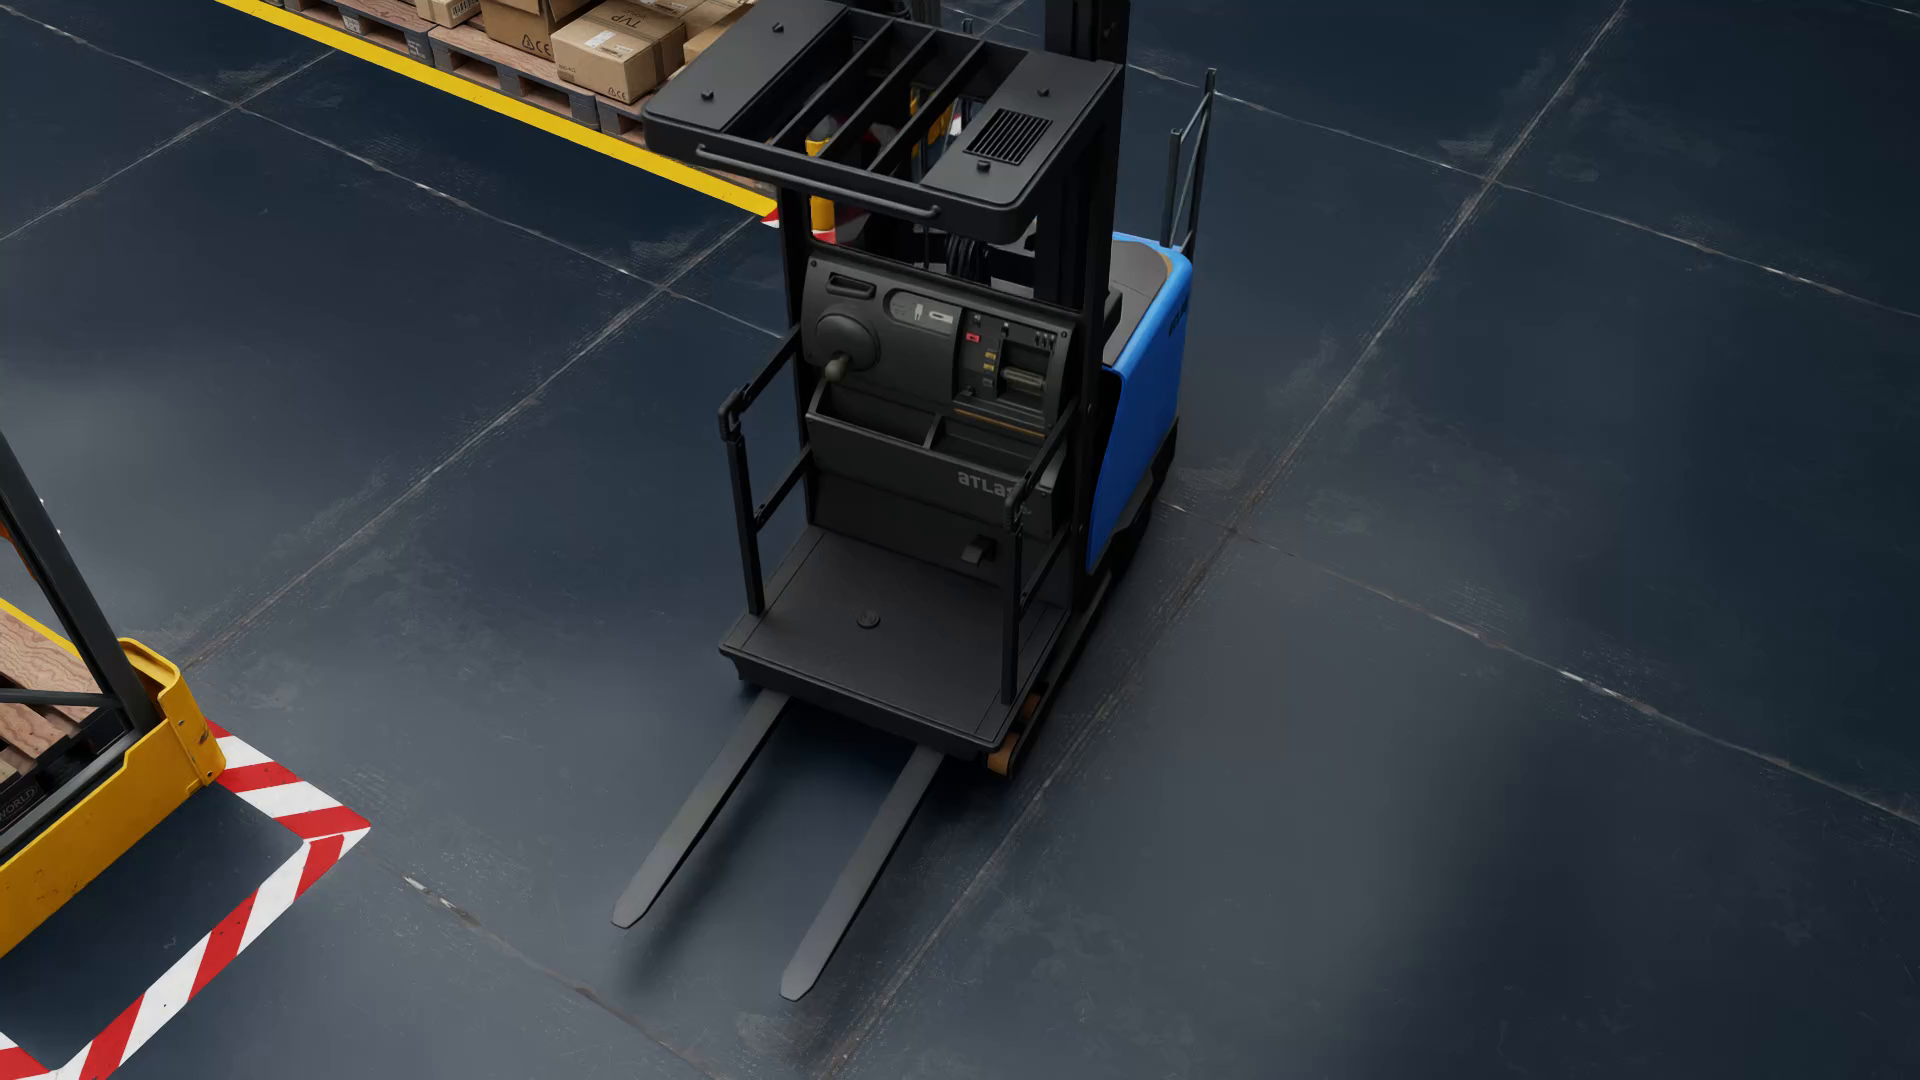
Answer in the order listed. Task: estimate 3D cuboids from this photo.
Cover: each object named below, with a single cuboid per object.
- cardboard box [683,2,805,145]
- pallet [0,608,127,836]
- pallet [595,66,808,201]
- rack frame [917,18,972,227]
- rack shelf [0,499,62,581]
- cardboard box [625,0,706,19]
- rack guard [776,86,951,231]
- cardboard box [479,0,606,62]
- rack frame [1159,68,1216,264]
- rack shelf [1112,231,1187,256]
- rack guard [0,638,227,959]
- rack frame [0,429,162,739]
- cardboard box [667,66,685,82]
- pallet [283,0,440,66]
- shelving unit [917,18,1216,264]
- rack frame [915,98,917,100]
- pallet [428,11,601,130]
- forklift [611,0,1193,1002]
[{"bbox_3d":[-1.007,-2.294,8.324,0.500,0.500,0.500,25,51,22],"label":"cardboard box"},{"bbox_3d":[-3.767,0.668,5.954,1.213,0.211,1.003,25,51,22],"label":"pallet"},{"bbox_3d":[-1.152,-2.315,8.853,1.213,0.211,1.003,25,51,22],"label":"pallet"},{"bbox_3d":[-0.058,-1.412,7.076,0.032,1.500,0.500,16,48,15],"label":"rack frame"},{"bbox_3d":[-4.777,-0.485,5.631,4.000,0.370,1.077,25,51,22],"label":"rack shelf"},{"bbox_3d":[-1.563,-2.914,9.100,0.500,0.250,0.500,25,51,22],"label":"cardboard box"},{"bbox_3d":[-0.480,-2.108,8.450,0.348,0.500,1.175,25,51,22],"label":"rack guard"},{"bbox_3d":[-2.199,-3.057,9.063,0.637,0.503,0.797,25,51,22],"label":"cardboard box"},{"bbox_3d":[0.883,-1.136,6.808,0.032,1.500,0.500,16,48,15],"label":"rack frame"},{"bbox_3d":[0.413,-1.149,7.071,1.000,0.185,0.538,16,48,15],"label":"rack shelf"},{"bbox_3d":[-3.067,0.912,5.515,0.348,0.500,1.175,25,51,22],"label":"rack guard"},{"bbox_3d":[-3.094,0.039,4.620,0.127,3.000,1.000,25,51,22],"label":"rack frame"},{"bbox_3d":[-1.299,-2.389,8.648,0.250,0.166,0.380,25,51,22],"label":"cardboard box"},{"bbox_3d":[-3.206,-3.260,9.771,1.213,0.211,1.003,25,51,22],"label":"pallet"},{"bbox_3d":[0.413,-1.274,6.942,1.048,1.500,0.538,16,48,15],"label":"shelving unit"},{"bbox_3d":[-0.415,-2.952,7.527,0.053,2.616,0.949,25,51,22],"label":"rack frame"},{"bbox_3d":[-2.175,-2.788,9.312,1.213,0.211,1.003,25,51,22],"label":"pallet"},{"bbox_3d":[-0.173,-0.543,5.234,1.130,2.935,3.031,18,49,17],"label":"forklift"}]
